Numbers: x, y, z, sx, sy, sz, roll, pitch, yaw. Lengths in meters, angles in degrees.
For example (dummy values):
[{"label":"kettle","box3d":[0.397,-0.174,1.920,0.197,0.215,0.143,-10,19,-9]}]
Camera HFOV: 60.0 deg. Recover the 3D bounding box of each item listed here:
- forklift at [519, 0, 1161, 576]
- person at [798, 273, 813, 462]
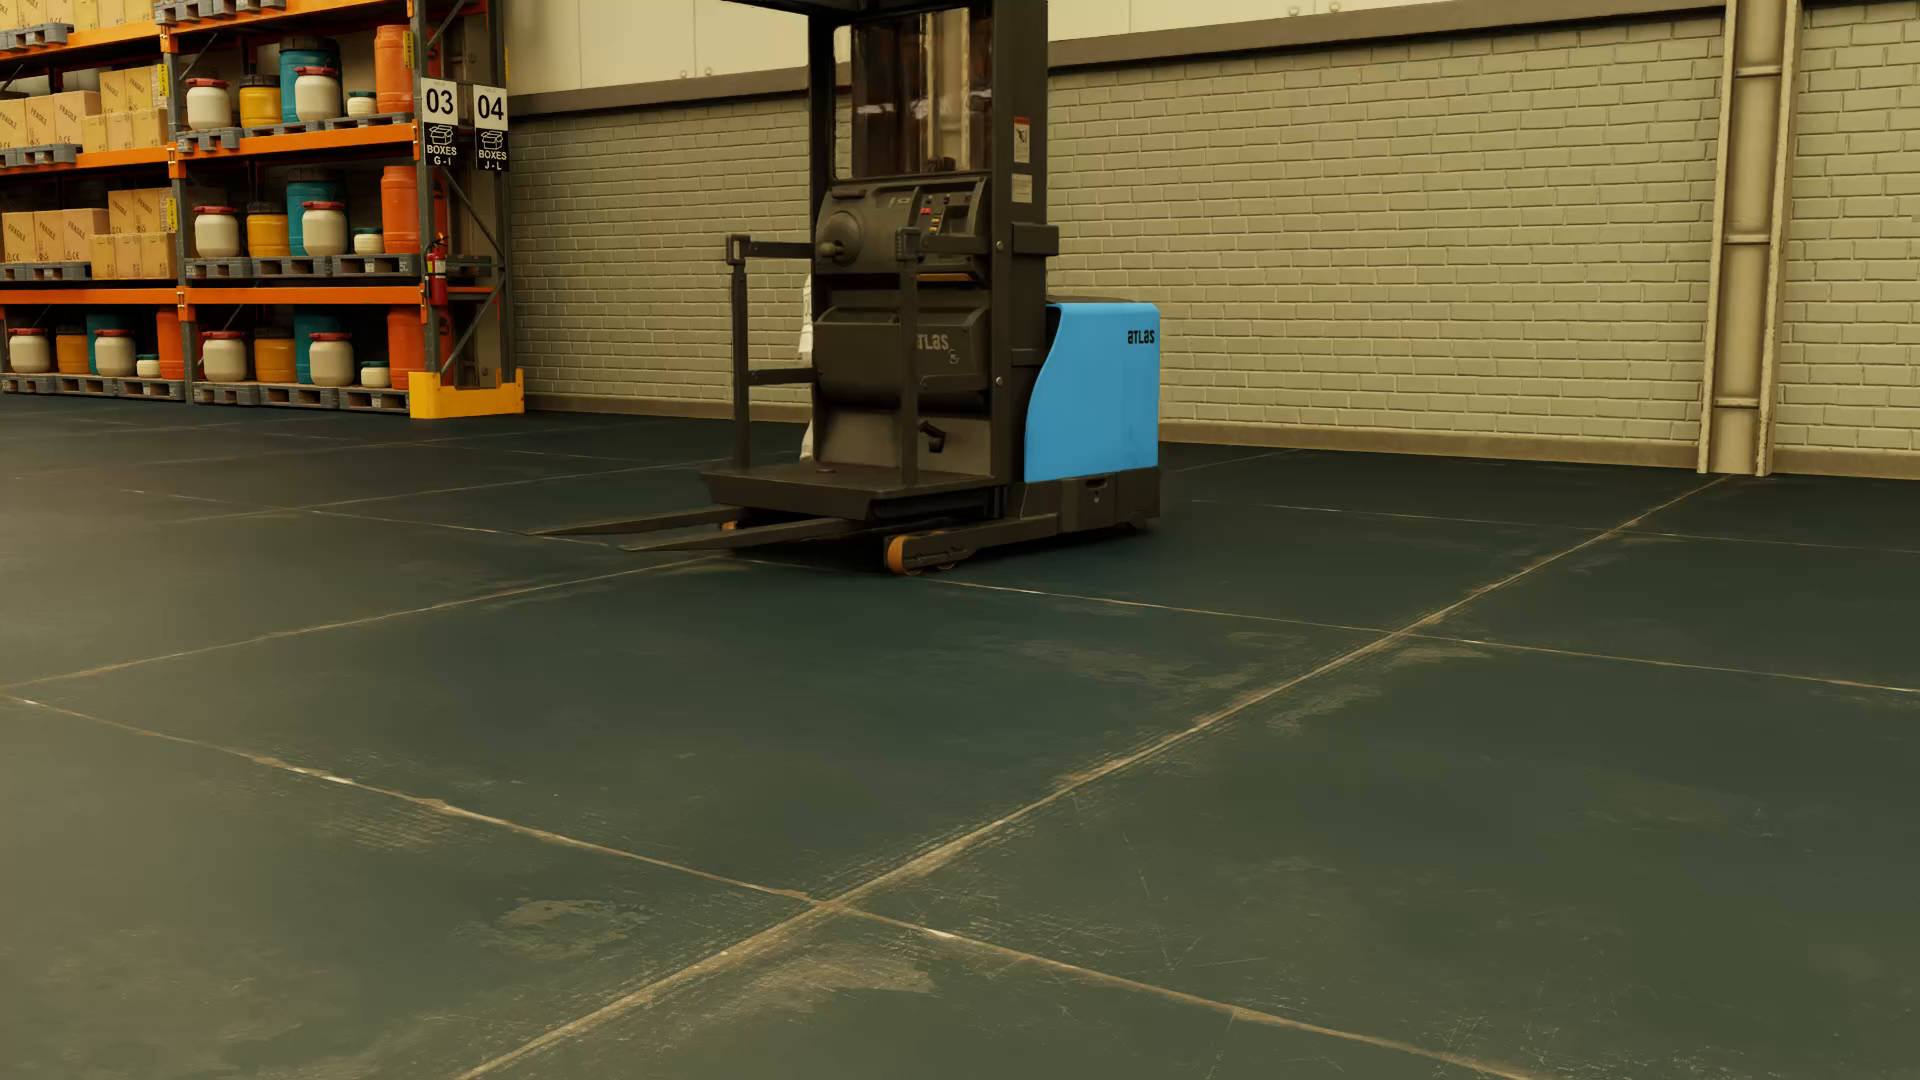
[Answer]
[{"label":"forklift","box3d":[-0.399,-1.386,6.939,1.130,2.935,3.031,7,11,41]},{"label":"person","box3d":[-0.643,-1.159,10.298,0.799,1.549,0.804,8,11,43]}]
